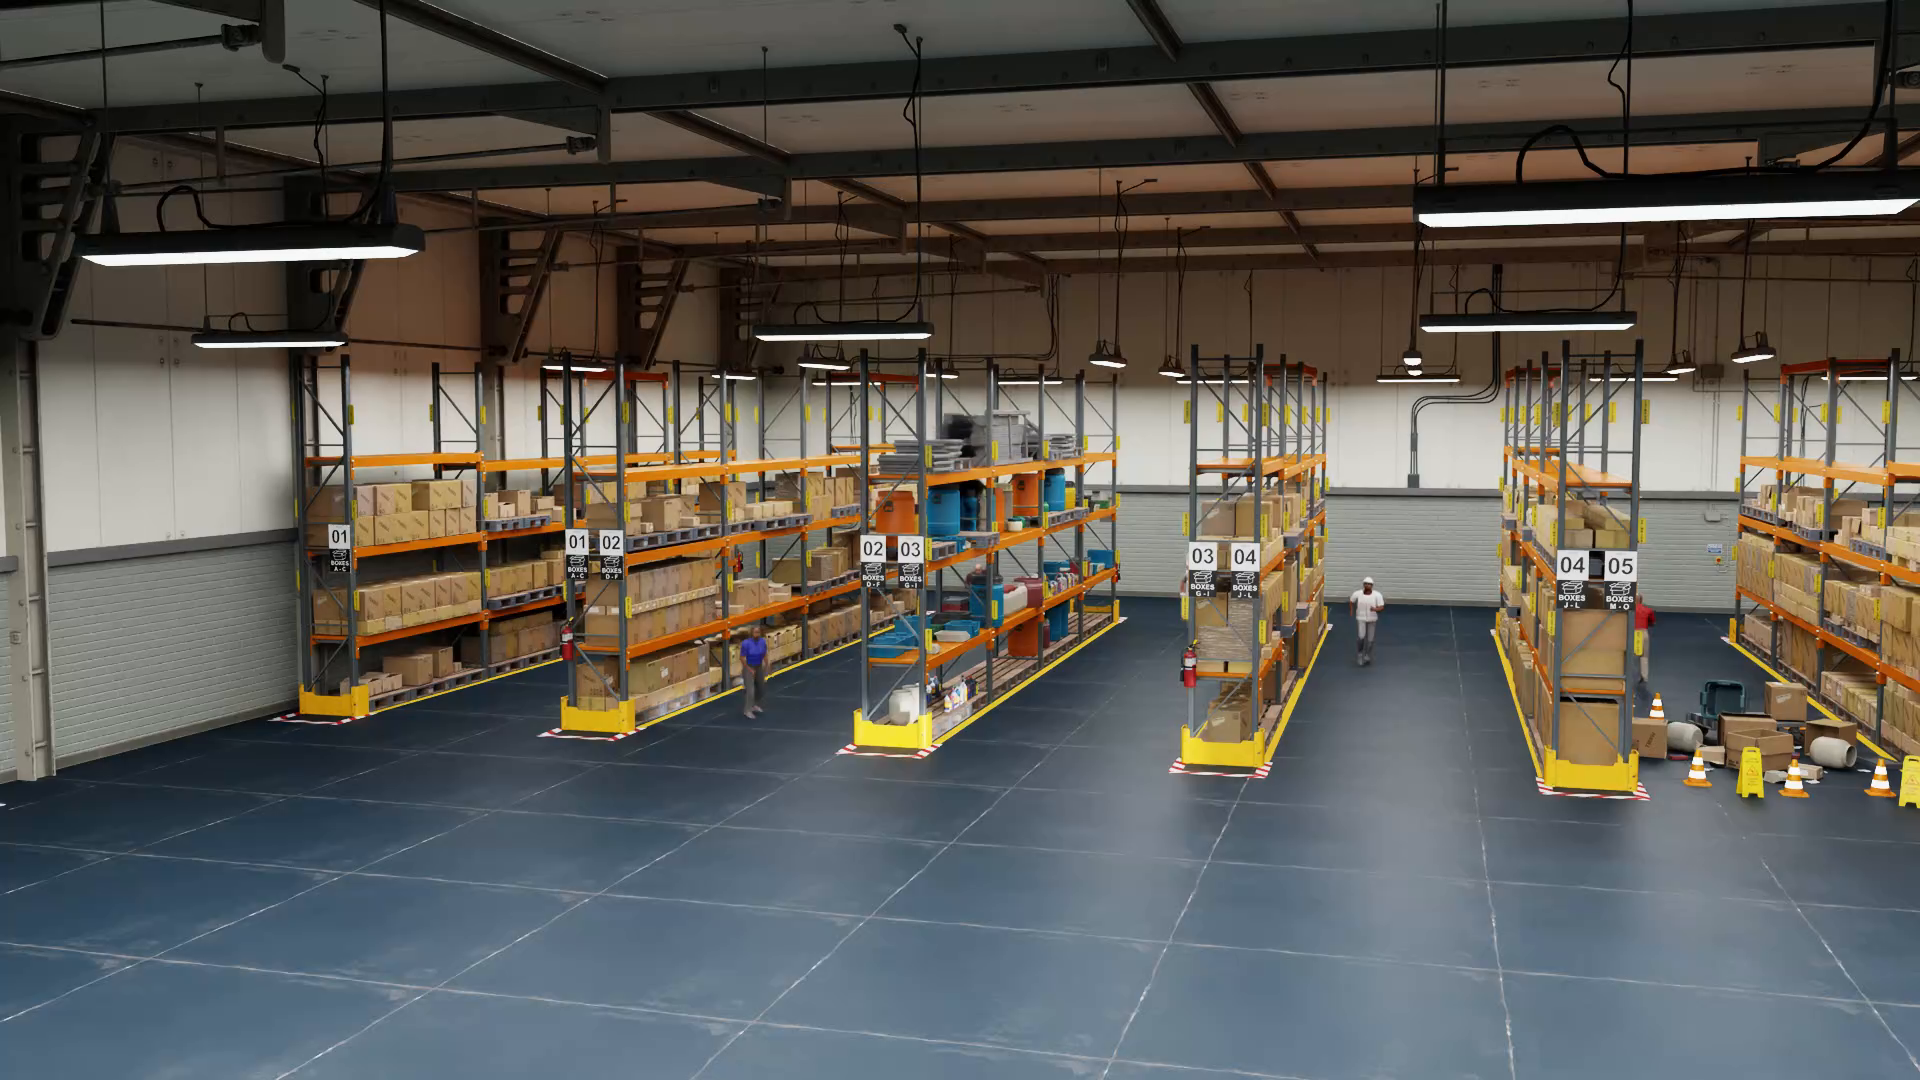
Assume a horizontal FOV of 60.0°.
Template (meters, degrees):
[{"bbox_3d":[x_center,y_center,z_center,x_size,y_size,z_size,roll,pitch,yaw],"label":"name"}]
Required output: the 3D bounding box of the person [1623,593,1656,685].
[{"bbox_3d":[12.535,1.856,30.774,0.667,1.708,1.001,1,4,13],"label":"person"}]

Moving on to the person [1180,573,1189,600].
[{"bbox_3d":[5.355,1.310,37.895,0.658,1.715,0.707,0,4,-2],"label":"person"}]

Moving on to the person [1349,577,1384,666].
[{"bbox_3d":[8.134,1.630,33.265,0.658,1.788,0.722,1,4,9],"label":"person"}]

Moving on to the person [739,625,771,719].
[{"bbox_3d":[-3.450,2.173,27.533,0.544,1.582,0.709,-3,5,-35],"label":"person"}]

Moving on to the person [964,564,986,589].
[{"bbox_3d":[0.437,1.297,39.350,0.720,1.564,1.209,0,4,-4],"label":"person"}]
